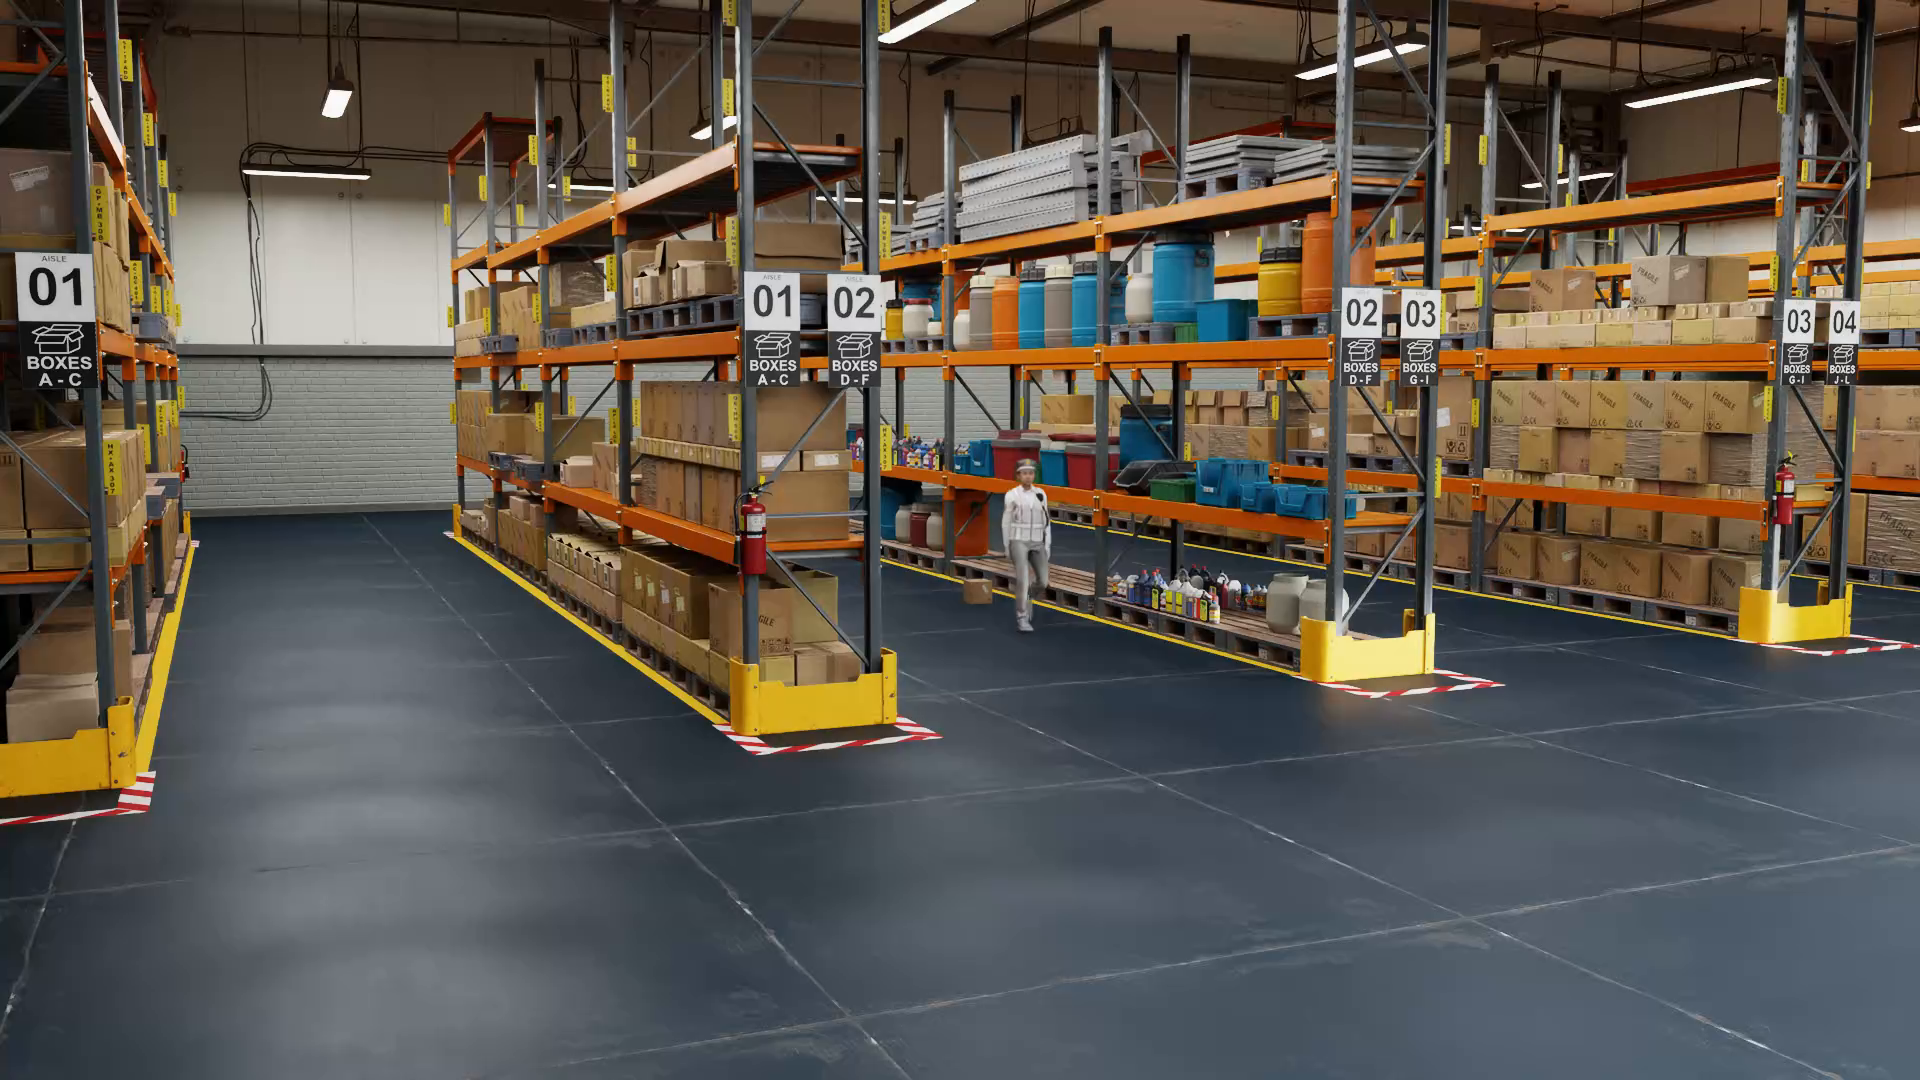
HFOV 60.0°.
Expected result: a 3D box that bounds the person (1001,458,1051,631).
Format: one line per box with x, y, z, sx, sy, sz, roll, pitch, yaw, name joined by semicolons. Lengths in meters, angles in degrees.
0.650;0.030;16.358;0.488;1.672;0.628;-2;6;-19;person
